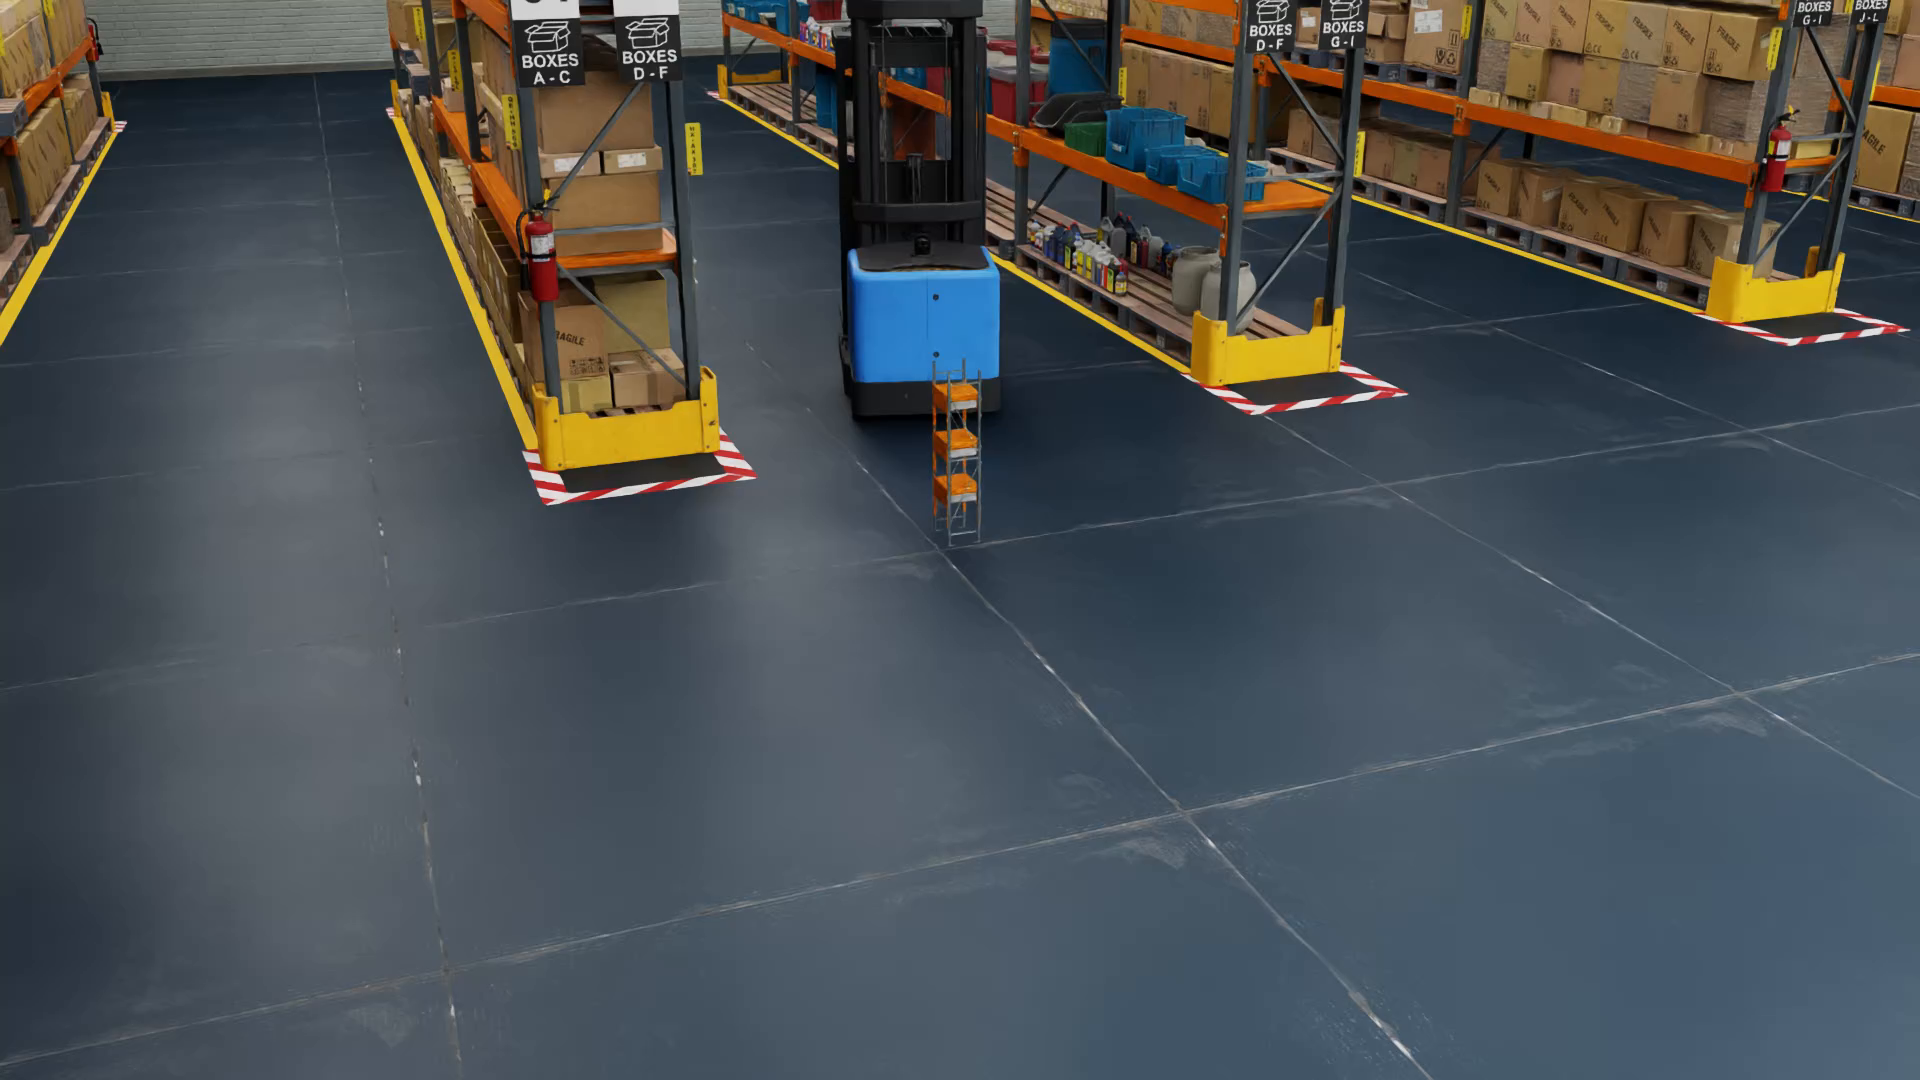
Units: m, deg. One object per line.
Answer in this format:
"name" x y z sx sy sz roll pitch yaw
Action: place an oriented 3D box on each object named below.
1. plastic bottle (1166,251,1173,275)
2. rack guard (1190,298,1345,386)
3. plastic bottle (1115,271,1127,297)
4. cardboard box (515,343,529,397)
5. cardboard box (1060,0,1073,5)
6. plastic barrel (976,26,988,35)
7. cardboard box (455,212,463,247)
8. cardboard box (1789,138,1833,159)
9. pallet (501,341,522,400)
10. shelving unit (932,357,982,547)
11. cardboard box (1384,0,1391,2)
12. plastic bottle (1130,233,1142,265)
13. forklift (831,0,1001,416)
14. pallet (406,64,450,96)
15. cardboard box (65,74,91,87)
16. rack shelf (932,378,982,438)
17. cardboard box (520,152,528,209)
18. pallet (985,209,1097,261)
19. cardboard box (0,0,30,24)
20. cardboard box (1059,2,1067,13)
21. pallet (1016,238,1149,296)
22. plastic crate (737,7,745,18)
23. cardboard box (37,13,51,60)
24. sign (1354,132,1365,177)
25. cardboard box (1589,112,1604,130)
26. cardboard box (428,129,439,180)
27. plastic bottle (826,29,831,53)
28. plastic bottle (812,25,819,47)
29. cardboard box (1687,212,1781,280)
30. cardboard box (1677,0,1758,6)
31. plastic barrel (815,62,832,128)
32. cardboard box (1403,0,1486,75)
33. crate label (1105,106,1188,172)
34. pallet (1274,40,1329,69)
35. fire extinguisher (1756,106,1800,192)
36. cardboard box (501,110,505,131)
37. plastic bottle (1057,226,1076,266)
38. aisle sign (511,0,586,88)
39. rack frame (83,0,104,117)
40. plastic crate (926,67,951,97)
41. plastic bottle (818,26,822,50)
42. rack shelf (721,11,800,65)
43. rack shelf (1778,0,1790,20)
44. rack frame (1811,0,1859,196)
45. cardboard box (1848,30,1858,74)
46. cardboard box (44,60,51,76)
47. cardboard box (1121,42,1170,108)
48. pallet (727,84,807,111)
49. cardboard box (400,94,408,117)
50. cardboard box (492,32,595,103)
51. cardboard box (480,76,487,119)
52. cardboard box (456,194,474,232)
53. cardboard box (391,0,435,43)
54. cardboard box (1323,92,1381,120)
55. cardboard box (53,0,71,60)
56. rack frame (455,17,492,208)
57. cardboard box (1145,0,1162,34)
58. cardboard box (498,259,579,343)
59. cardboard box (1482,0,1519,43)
"plastic bottle" 1.882 -2.462 14.766 0.097 0.201 0.097 0 23 0
"rack guard" 2.351 -1.520 12.712 1.175 0.500 0.348 -8 24 -19
"plastic bottle" 1.363 -2.171 14.075 0.097 0.201 0.097 0 23 0
"cardboard box" -2.867 -1.233 11.813 0.500 0.250 0.500 -8 24 -19
"cardboard box" 1.874 -8.440 25.723 0.500 0.250 0.500 -9 24 -20
"plastic barrel" 0.043 -5.493 18.745 0.600 0.536 0.708 -8 24 -19
"cardboard box" -4.581 -3.018 16.048 0.500 0.250 0.500 -8 24 -18
"cardboard box" 7.178 -3.351 14.161 0.380 0.149 0.250 -8 24 -19
"pallet" -2.950 -1.402 12.804 1.003 0.211 1.213 -8 24 -19
"shelving unit" -0.019 -0.503 9.592 0.215 1.050 0.252 -8 24 -19
"cardboard box" 6.941 -8.474 26.317 0.380 0.149 0.250 -7 24 -17
"plastic bottle" 1.601 -2.650 15.106 0.061 0.283 0.133 -8 24 -19
"forklift" -0.379 -2.753 12.508 1.130 2.935 3.031 -2 23 -6
"pallet" -5.344 -5.027 18.063 1.213 0.211 1.003 -8 24 -19
"cardboard box" -11.942 -6.183 22.400 0.380 0.149 0.250 -9 24 -20
"rack shelf" -0.019 -0.755 9.486 0.215 0.259 0.240 -8 24 -19
"cardboard box" -2.726 -2.561 11.835 0.700 0.500 0.500 -8 24 -19
"pallet" 0.695 -3.099 16.831 1.003 0.211 1.213 -8 24 -19
"cardboard box" -10.329 -5.682 17.867 0.500 0.250 0.500 -8 24 -18
"cardboard box" 1.765 -8.295 25.892 0.380 0.149 0.250 -9 24 -20
"pallet" 1.207 -2.569 15.574 1.003 0.211 1.213 -8 24 -19
"plastic crate" -3.175 -7.861 24.801 0.250 0.136 0.298 -8 24 -19
"cardboard box" -10.687 -5.711 18.899 0.500 0.500 0.500 -9 24 -20
"sign" 2.938 -2.852 12.298 0.100 0.325 0.005 -8 24 -19
"cardboard box" 6.110 -3.920 15.513 0.380 0.149 0.250 -8 24 -19
"cardboard box" -5.772 -4.426 19.040 0.500 0.500 0.500 -9 25 -21
"plastic bottle" -1.601 -6.312 21.024 0.152 0.276 0.135 -8 24 -19
"plastic bottle" -1.865 -6.552 21.599 0.097 0.271 0.097 0 23 0
"cardboard box" 6.851 -2.601 14.736 0.500 0.500 0.500 -4 23 -9
"cardboard box" 6.768 -4.575 14.944 0.500 0.500 0.500 -8 24 -19
"plastic barrel" -1.641 -6.037 22.373 0.600 0.901 0.708 -8 24 -19
"cardboard box" 5.493 -5.561 17.770 1.000 1.000 1.000 -8 24 -19
"crate label" 1.519 -3.298 13.668 0.502 0.435 0.616 -8 24 -19
"pallet" 4.581 -5.904 20.143 1.213 0.211 1.003 -8 24 -19
"fire extinguisher" 6.665 -3.190 13.555 0.296 0.674 0.183 -8 24 -19
"cardboard box" -3.162 -3.084 12.241 0.380 0.149 0.250 -9 24 -19
"plastic bottle" 0.973 -2.667 15.060 0.144 0.351 0.185 -9 25 -21
"aisle sign" -2.465 -3.106 9.910 0.394 0.787 0.004 -8 24 -19
"rack frame" -12.498 -7.105 22.745 1.000 3.000 0.127 -8 24 -19
"plastic crate" -0.119 -4.958 17.568 0.402 0.464 0.583 -8 24 -19
"plastic bottle" -1.773 -6.442 21.323 0.061 0.283 0.133 -8 24 -19
"rack shelf" -2.524 -7.406 24.385 1.077 0.370 4.000 -8 24 -19
"rack shelf" 6.349 -5.107 15.070 1.077 0.370 4.000 -8 24 -19
"rack frame" 10.318 -5.427 18.765 1.000 3.000 0.127 -8 24 -19
"cardboard box" 9.884 -5.626 19.108 0.500 0.500 0.500 -8 24 -19
"cardboard box" -10.590 -5.372 18.932 0.380 0.149 0.250 -8 24 -18
"cardboard box" 3.061 -6.675 23.920 1.225 0.875 0.875 -8 24 -19
"pallet" -2.975 -6.874 25.788 1.003 0.211 1.213 -8 24 -19
"cardboard box" -7.586 -6.122 23.386 0.500 0.250 0.500 -8 24 -19
"cardboard box" -3.108 -3.544 12.496 0.700 0.500 0.500 -8 24 -19
"cardboard box" -4.068 -3.944 15.118 0.500 0.500 0.500 -7 24 -15
"cardboard box" -4.401 -3.088 15.492 0.500 0.311 0.500 -8 24 -19
"cardboard box" -6.494 -6.369 20.330 0.700 0.500 0.500 -18 29 -36
"cardboard box" 4.691 -5.203 19.918 0.500 0.250 0.500 -6 23 -13
"cardboard box" -11.514 -6.255 20.342 0.980 0.700 0.700 -9 24 -20
"rack frame" -3.626 -3.426 14.015 1.000 3.000 0.127 -8 24 -19
"cardboard box" 2.924 -7.352 23.203 0.500 0.500 0.500 -8 24 -19
"cardboard box" -3.048 -1.760 12.097 0.500 0.500 0.500 -8 24 -19
"cardboard box" 5.564 -5.229 16.495 0.500 0.500 0.500 -8 24 -19
